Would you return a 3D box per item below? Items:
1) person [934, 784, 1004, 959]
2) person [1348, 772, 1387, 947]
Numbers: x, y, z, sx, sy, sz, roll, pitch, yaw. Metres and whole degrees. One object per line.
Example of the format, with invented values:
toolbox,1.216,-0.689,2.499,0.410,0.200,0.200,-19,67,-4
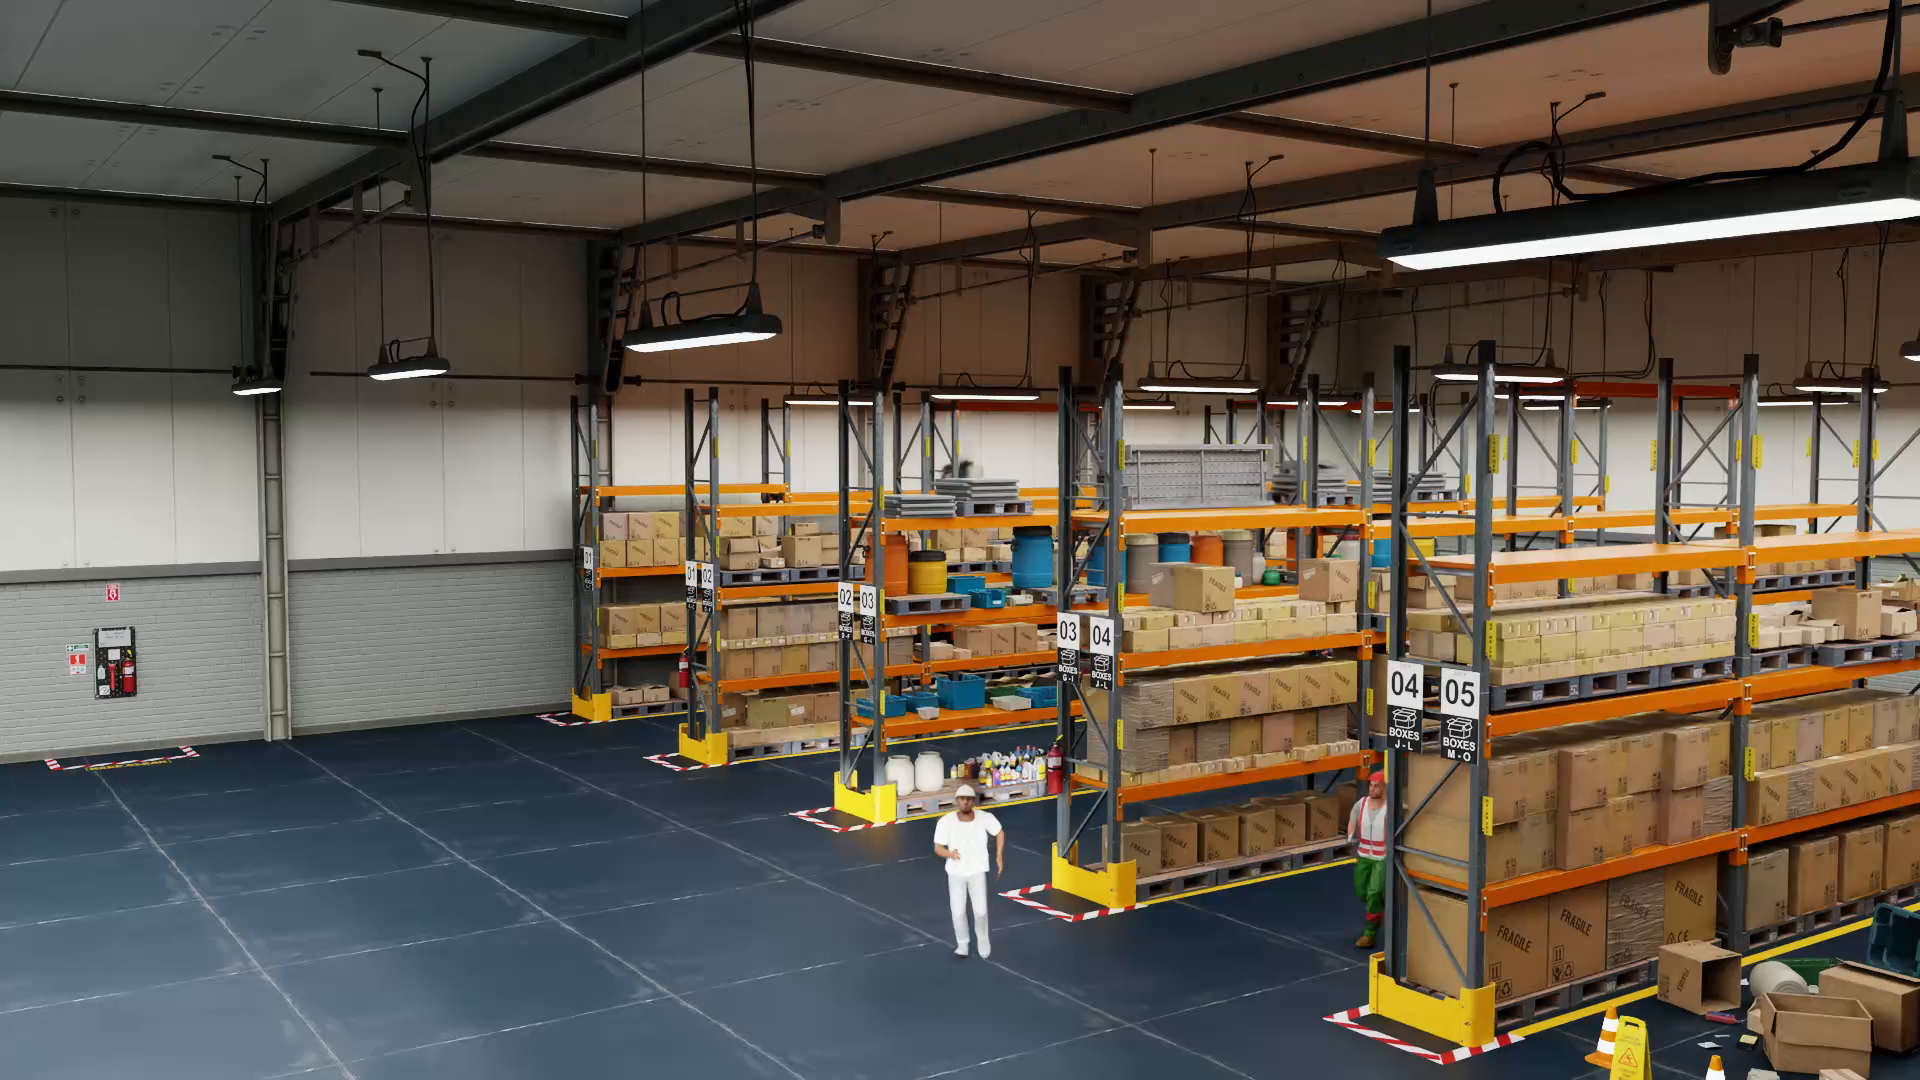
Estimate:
person,0.083,3.295,16.455,0.683,1.743,0.667,0,3,1
person,4.303,3.251,17.103,0.663,1.757,0.782,3,4,40
